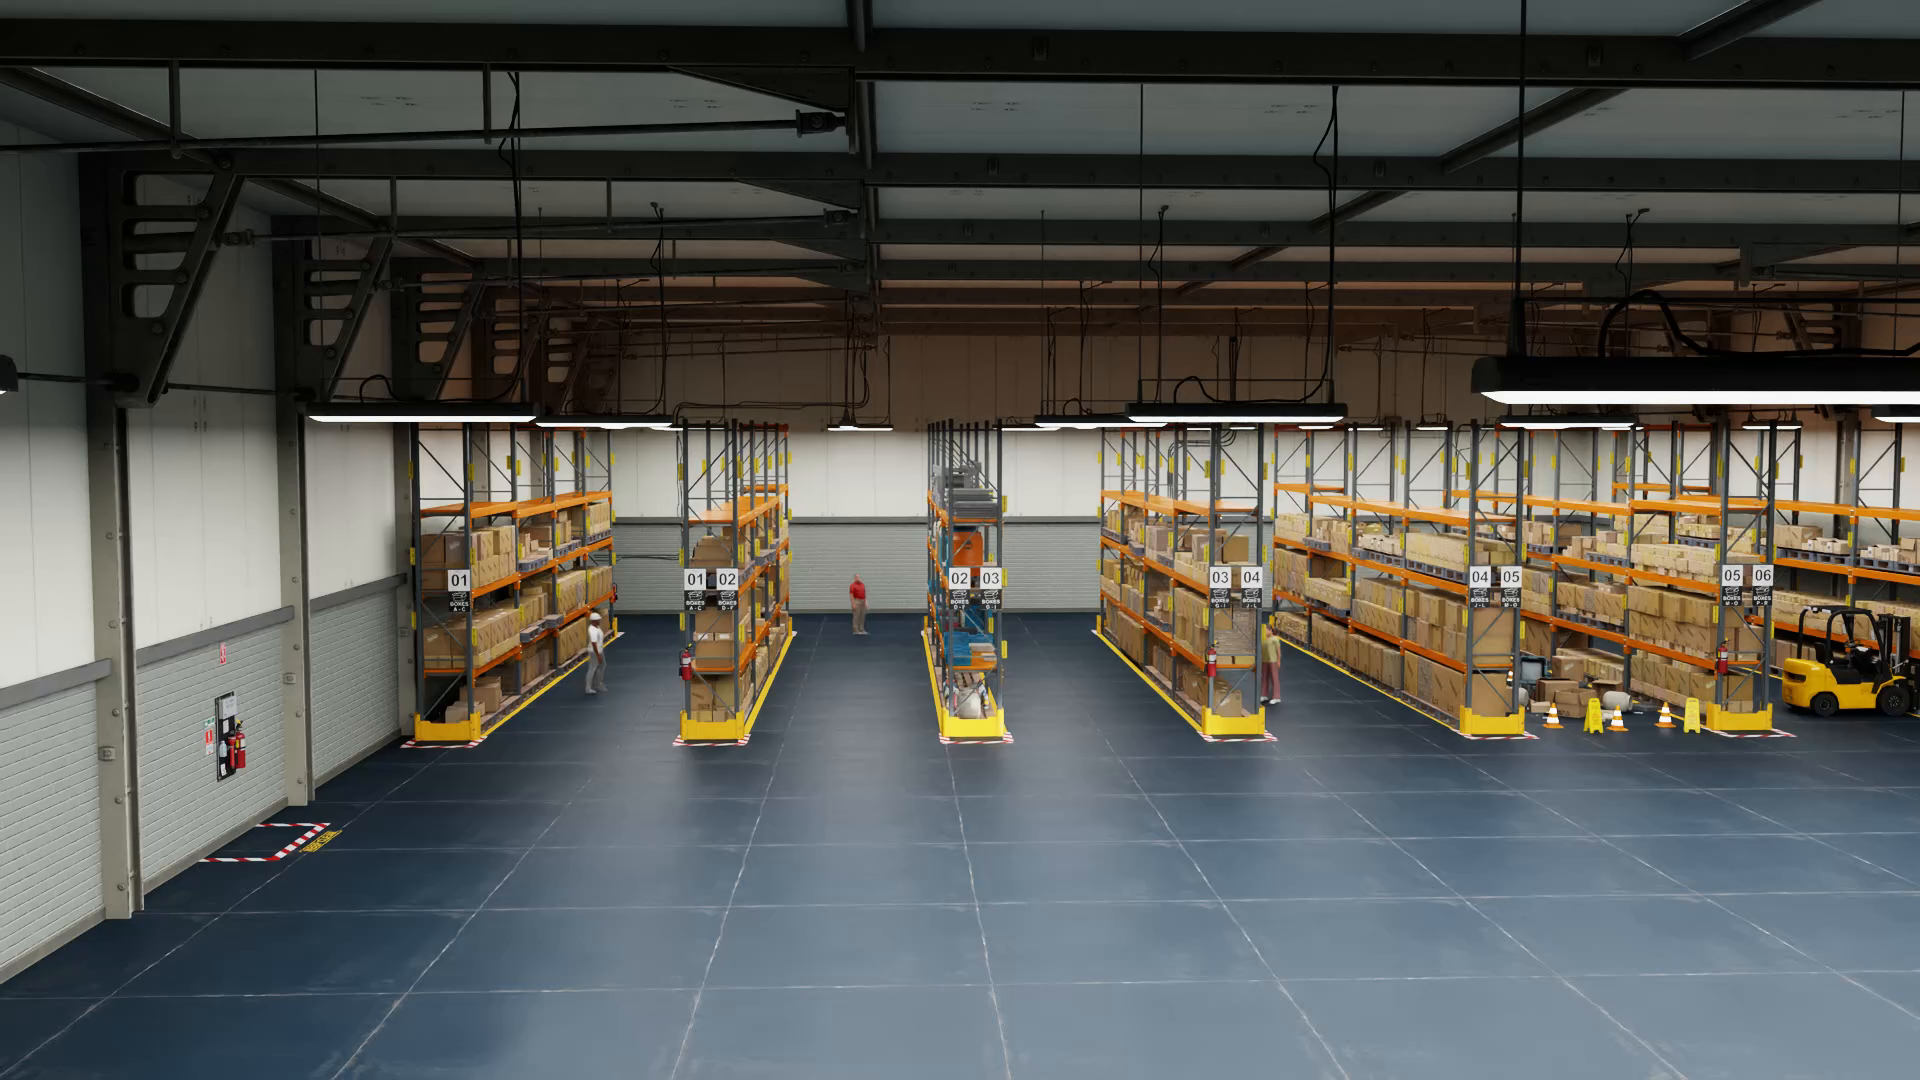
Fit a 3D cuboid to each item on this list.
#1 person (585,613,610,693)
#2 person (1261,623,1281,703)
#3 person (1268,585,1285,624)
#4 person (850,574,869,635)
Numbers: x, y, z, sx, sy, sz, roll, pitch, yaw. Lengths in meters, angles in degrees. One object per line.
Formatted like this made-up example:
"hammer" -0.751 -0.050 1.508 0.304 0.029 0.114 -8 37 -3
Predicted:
"person" -8.029 2.508 36.746 0.457 1.815 0.670 0 4 6
"person" 6.579 2.613 35.414 0.386 1.675 0.530 -2 4 -33
"person" 9.500 1.753 49.545 0.630 1.572 0.450 0 4 -7
"person" -2.872 1.839 47.419 0.396 1.749 0.568 2 4 32
